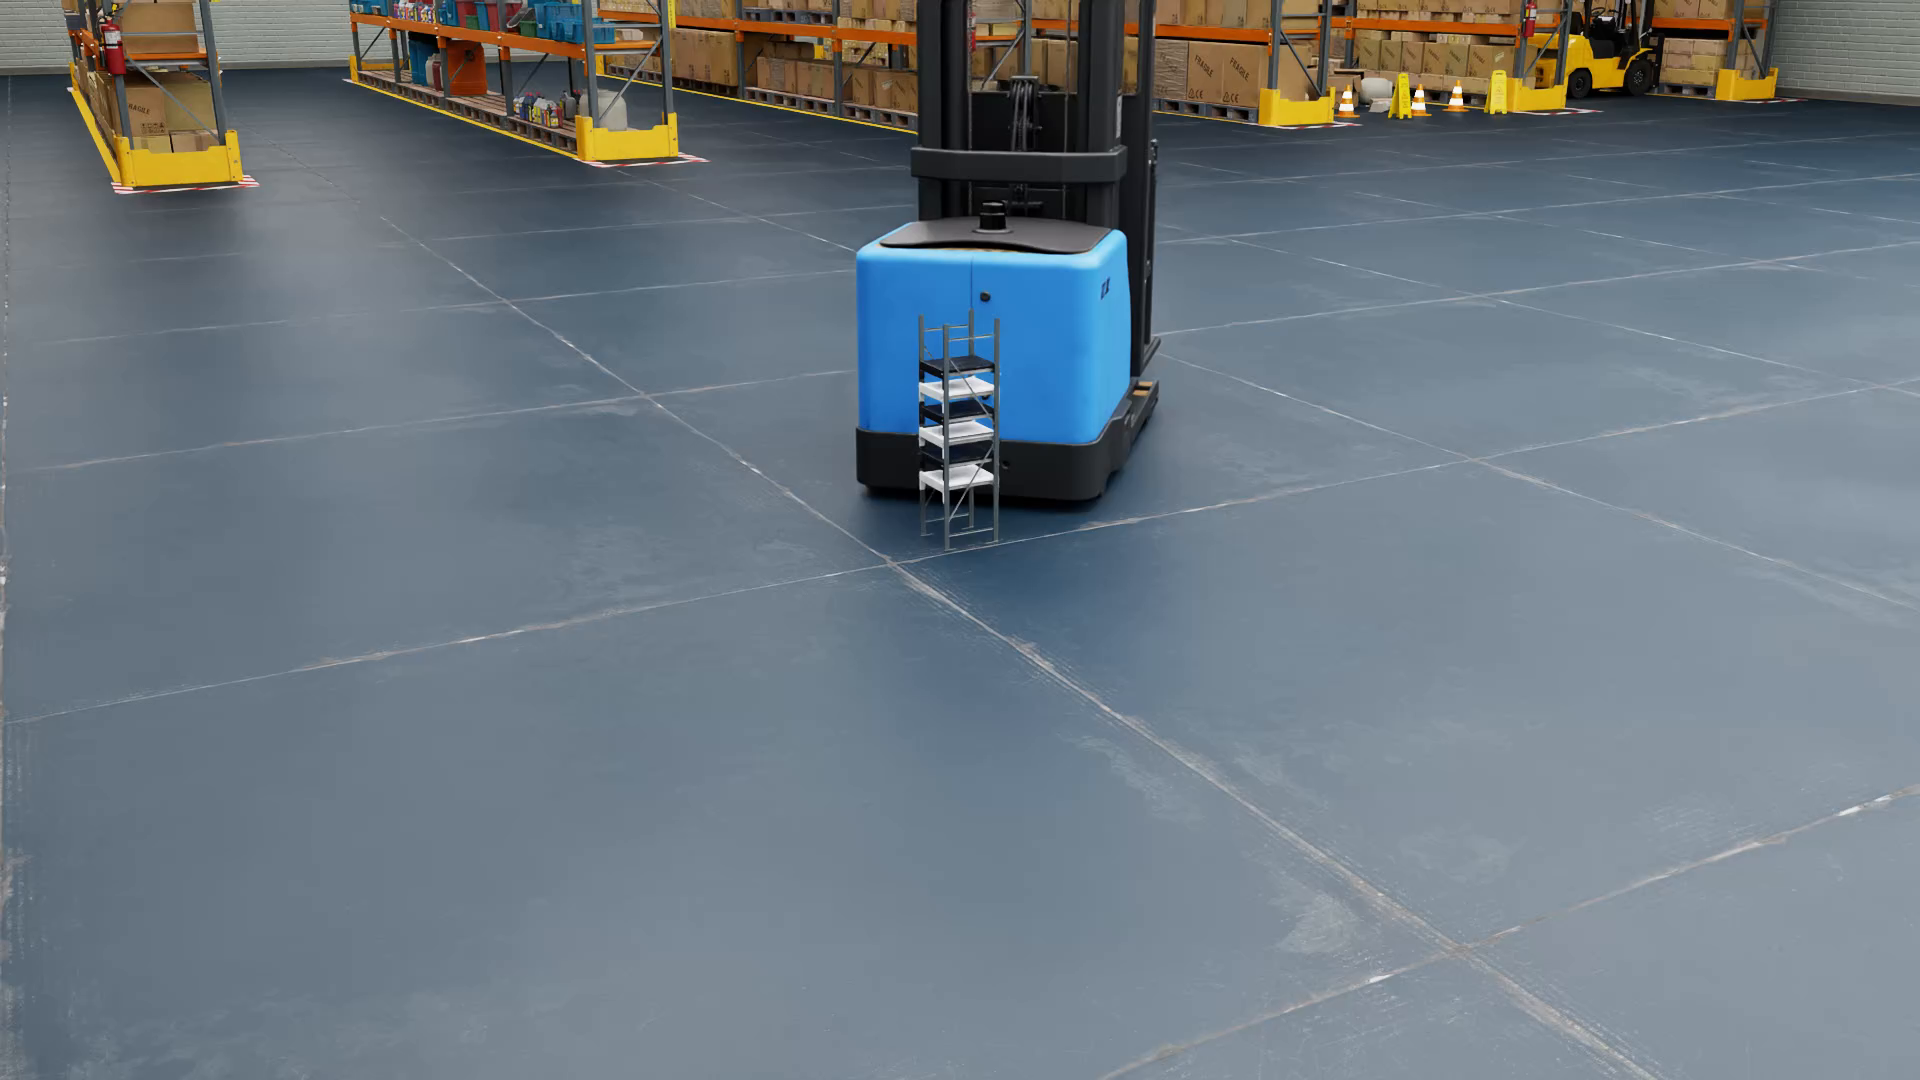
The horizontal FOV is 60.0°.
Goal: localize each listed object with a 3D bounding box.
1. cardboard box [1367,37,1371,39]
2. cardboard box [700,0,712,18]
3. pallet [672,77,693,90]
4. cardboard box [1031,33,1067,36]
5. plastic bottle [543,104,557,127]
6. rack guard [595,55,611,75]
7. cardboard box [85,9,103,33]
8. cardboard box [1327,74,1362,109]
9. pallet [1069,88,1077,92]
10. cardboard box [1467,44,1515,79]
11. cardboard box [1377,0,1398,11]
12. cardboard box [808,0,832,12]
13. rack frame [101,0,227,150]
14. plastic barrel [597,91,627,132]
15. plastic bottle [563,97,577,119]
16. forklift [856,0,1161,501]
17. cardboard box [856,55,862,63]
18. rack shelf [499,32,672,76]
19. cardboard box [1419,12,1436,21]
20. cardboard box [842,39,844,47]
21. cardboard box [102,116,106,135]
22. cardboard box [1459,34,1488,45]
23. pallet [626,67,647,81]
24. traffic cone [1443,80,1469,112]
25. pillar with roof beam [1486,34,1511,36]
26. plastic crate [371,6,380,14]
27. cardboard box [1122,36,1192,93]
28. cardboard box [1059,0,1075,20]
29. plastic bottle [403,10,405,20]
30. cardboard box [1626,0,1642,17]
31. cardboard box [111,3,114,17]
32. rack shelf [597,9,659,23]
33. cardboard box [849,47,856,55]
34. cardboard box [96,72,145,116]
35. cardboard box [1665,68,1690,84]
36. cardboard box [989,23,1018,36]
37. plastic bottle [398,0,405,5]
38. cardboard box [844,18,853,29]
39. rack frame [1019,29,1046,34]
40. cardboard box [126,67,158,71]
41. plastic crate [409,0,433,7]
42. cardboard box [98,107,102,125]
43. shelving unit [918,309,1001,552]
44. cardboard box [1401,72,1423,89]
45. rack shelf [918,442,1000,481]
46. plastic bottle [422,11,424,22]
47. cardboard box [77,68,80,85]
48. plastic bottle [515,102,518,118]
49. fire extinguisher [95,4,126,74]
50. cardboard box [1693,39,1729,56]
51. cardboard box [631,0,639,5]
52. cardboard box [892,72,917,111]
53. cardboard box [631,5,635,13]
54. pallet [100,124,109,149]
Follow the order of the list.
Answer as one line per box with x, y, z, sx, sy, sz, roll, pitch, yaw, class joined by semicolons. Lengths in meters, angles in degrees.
9.139;-10.607;35.959;0.500;0.500;0.500;-10;22;-27;cardboard box
-4.264;-9.495;29.395;0.500;0.500;0.500;-11;22;-28;cardboard box
-4.798;-8.672;31.438;1.003;0.211;1.213;-10;21;-27;pallet
1.993;-11.696;39.213;0.875;0.438;0.875;-11;22;-28;cardboard box
-5.245;-5.444;21.311;0.152;0.276;0.135;-10;21;-26;plastic bottle
-7.141;-10.173;35.347;1.175;0.500;0.348;-10;21;-27;rack guard
-11.797;-7.189;23.004;0.500;0.311;0.500;-10;22;-27;cardboard box
6.127;-7.222;26.789;0.637;0.503;0.797;7;20;20;cardboard box
2.549;-7.534;28.142;1.003;0.211;1.213;-10;21;-27;pallet
8.579;-7.733;26.864;0.500;0.500;0.500;-10;21;-26;cardboard box
7.512;-9.316;28.422;0.500;0.500;0.500;-10;21;-27;cardboard box
-1.686;-8.635;25.494;1.000;1.000;1.000;-10;21;-26;cardboard box
-8.252;-5.222;17.165;1.000;3.000;0.127;-10;21;-27;rack frame
-4.271;-5.187;20.236;0.421;0.512;0.421;0;19;0;plastic barrel
-5.258;-5.831;22.432;0.152;0.276;0.135;-10;21;-27;plastic bottle
0.400;-1.993;7.915;1.130;2.935;3.031;5;20;13;forklift
-2.003;-10.296;35.598;0.380;0.149;0.250;-10;21;-27;cardboard box
-4.841;-6.222;21.166;1.077;0.370;4.000;-10;21;-27;rack shelf
7.901;-8.743;27.754;0.380;0.149;0.250;-10;21;-27;cardboard box
-2.523;-10.864;36.330;0.380;0.149;0.250;-10;21;-27;cardboard box
-10.198;-5.088;20.351;0.500;0.250;0.500;-10;21;-27;cardboard box
8.346;-8.134;27.034;0.380;0.149;0.250;-9;21;-25;cardboard box
-6.106;-9.463;33.730;1.003;0.211;1.213;-10;21;-27;pallet
7.850;-7.014;26.249;0.336;0.463;0.334;-10;21;-27;traffic cone
7.381;-13.291;31.353;9.100;9.000;0.400;-10;21;-27;pillar with roof beam
-10.681;-9.790;30.715;0.293;0.136;0.466;-10;21;-27;plastic crate
3.219;-7.645;26.802;0.875;0.875;0.875;-10;21;-26;cardboard box
2.018;-9.088;28.217;0.500;0.500;0.500;-10;21;-26;cardboard box
-9.408;-8.948;28.270;0.097;0.201;0.097;0;19;0;plastic bottle
12.361;-9.648;29.839;0.500;0.500;0.500;-10;21;-26;cardboard box
-9.200;-5.849;18.829;0.700;0.500;0.500;-9;21;-25;cardboard box
-6.180;-10.434;33.373;1.077;0.370;4.000;-10;21;-27;rack shelf
-2.184;-10.593;36.001;0.380;0.149;0.250;-11;22;-29;cardboard box
-9.962;-5.299;19.812;0.500;0.500;0.500;-10;21;-27;cardboard box
12.827;-8.189;29.335;0.500;0.250;0.500;-10;21;-27;cardboard box
0.542;-6.755;21.994;0.380;0.149;0.250;-10;21;-27;cardboard box
-9.688;-9.246;28.904;0.144;0.351;0.185;-10;21;-27;plastic bottle
-1.487;-7.602;24.450;0.380;0.149;0.250;-10;21;-27;cardboard box
1.592;-12.883;39.368;1.000;3.000;0.127;-10;21;-27;rack frame
-12.269;-6.869;25.096;0.500;0.500;0.500;-11;22;-29;cardboard box
-9.793;-9.786;30.204;0.402;0.464;0.583;-10;21;-27;plastic crate
-10.842;-5.488;21.509;0.500;0.250;0.500;-10;22;-27;cardboard box
-0.004;-0.428;6.491;0.258;0.900;0.210;-10;21;-27;shelving unit
7.850;-7.822;28.274;0.500;0.250;0.500;-10;22;-27;cardboard box
-0.004;-0.311;6.532;0.258;0.077;0.200;-10;21;-27;rack shelf
-8.683;-8.510;27.000;0.097;0.201;0.097;0;19;0;plastic bottle
-14.827;-7.938;28.485;0.500;0.311;0.500;-10;21;-27;cardboard box
-5.977;-5.833;22.551;0.097;0.201;0.097;0;19;0;plastic bottle
-8.605;-5.079;16.871;0.296;0.674;0.183;-10;21;-27;fire extinguisher
13.063;-8.515;28.748;0.500;0.250;0.500;-9;21;-25;cardboard box
-6.162;-10.650;32.671;0.500;0.250;0.500;-10;21;-26;cardboard box
-0.634;-6.470;23.970;0.500;0.500;0.500;-12;22;-31;cardboard box
-6.274;-10.487;32.808;0.380;0.149;0.250;-10;22;-28;cardboard box
-10.536;-5.257;21.543;1.003;0.211;1.213;-10;21;-27;pallet
